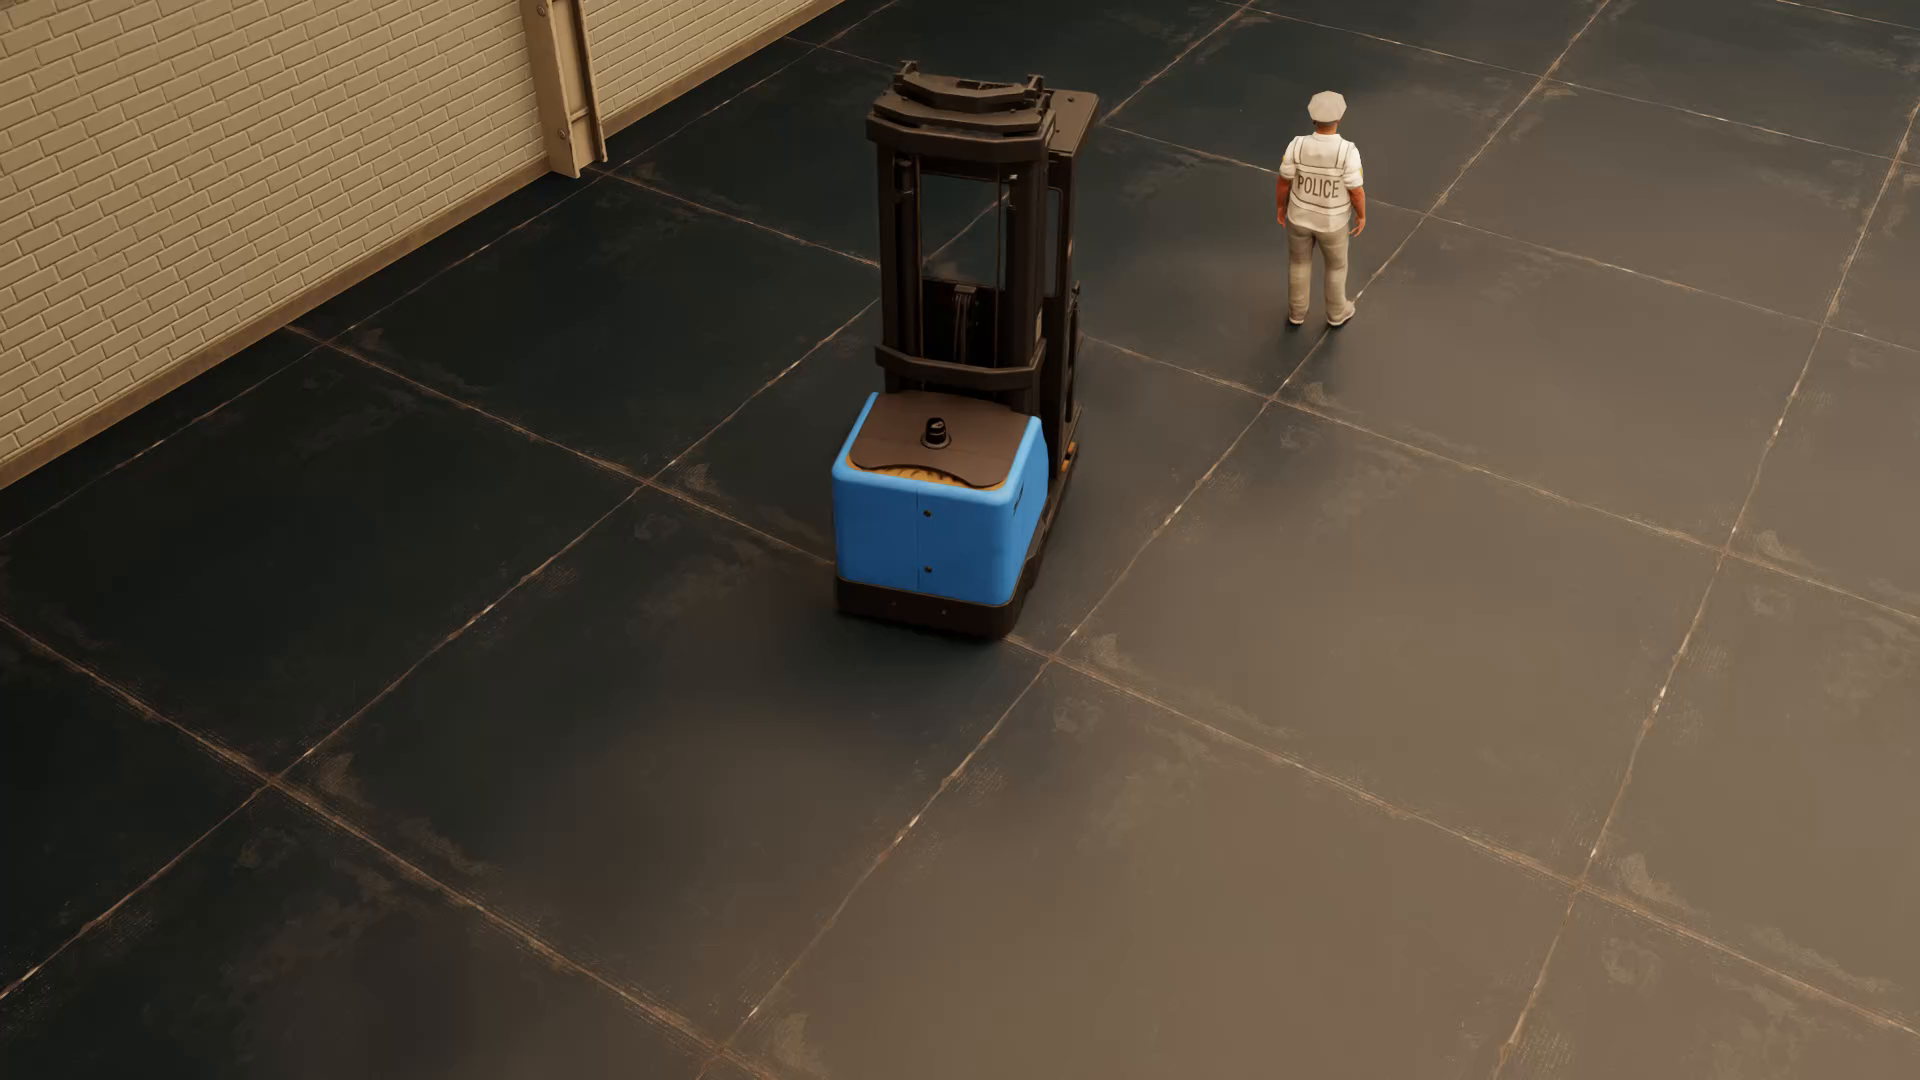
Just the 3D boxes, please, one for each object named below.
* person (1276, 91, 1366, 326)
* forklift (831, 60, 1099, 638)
[{"bbox_3d":[2.519,-2.302,11.565,0.629,1.785,0.564,17,43,19],"label":"person"},{"bbox_3d":[0.148,-1.523,9.764,1.130,2.935,3.031,10,41,11],"label":"forklift"}]
